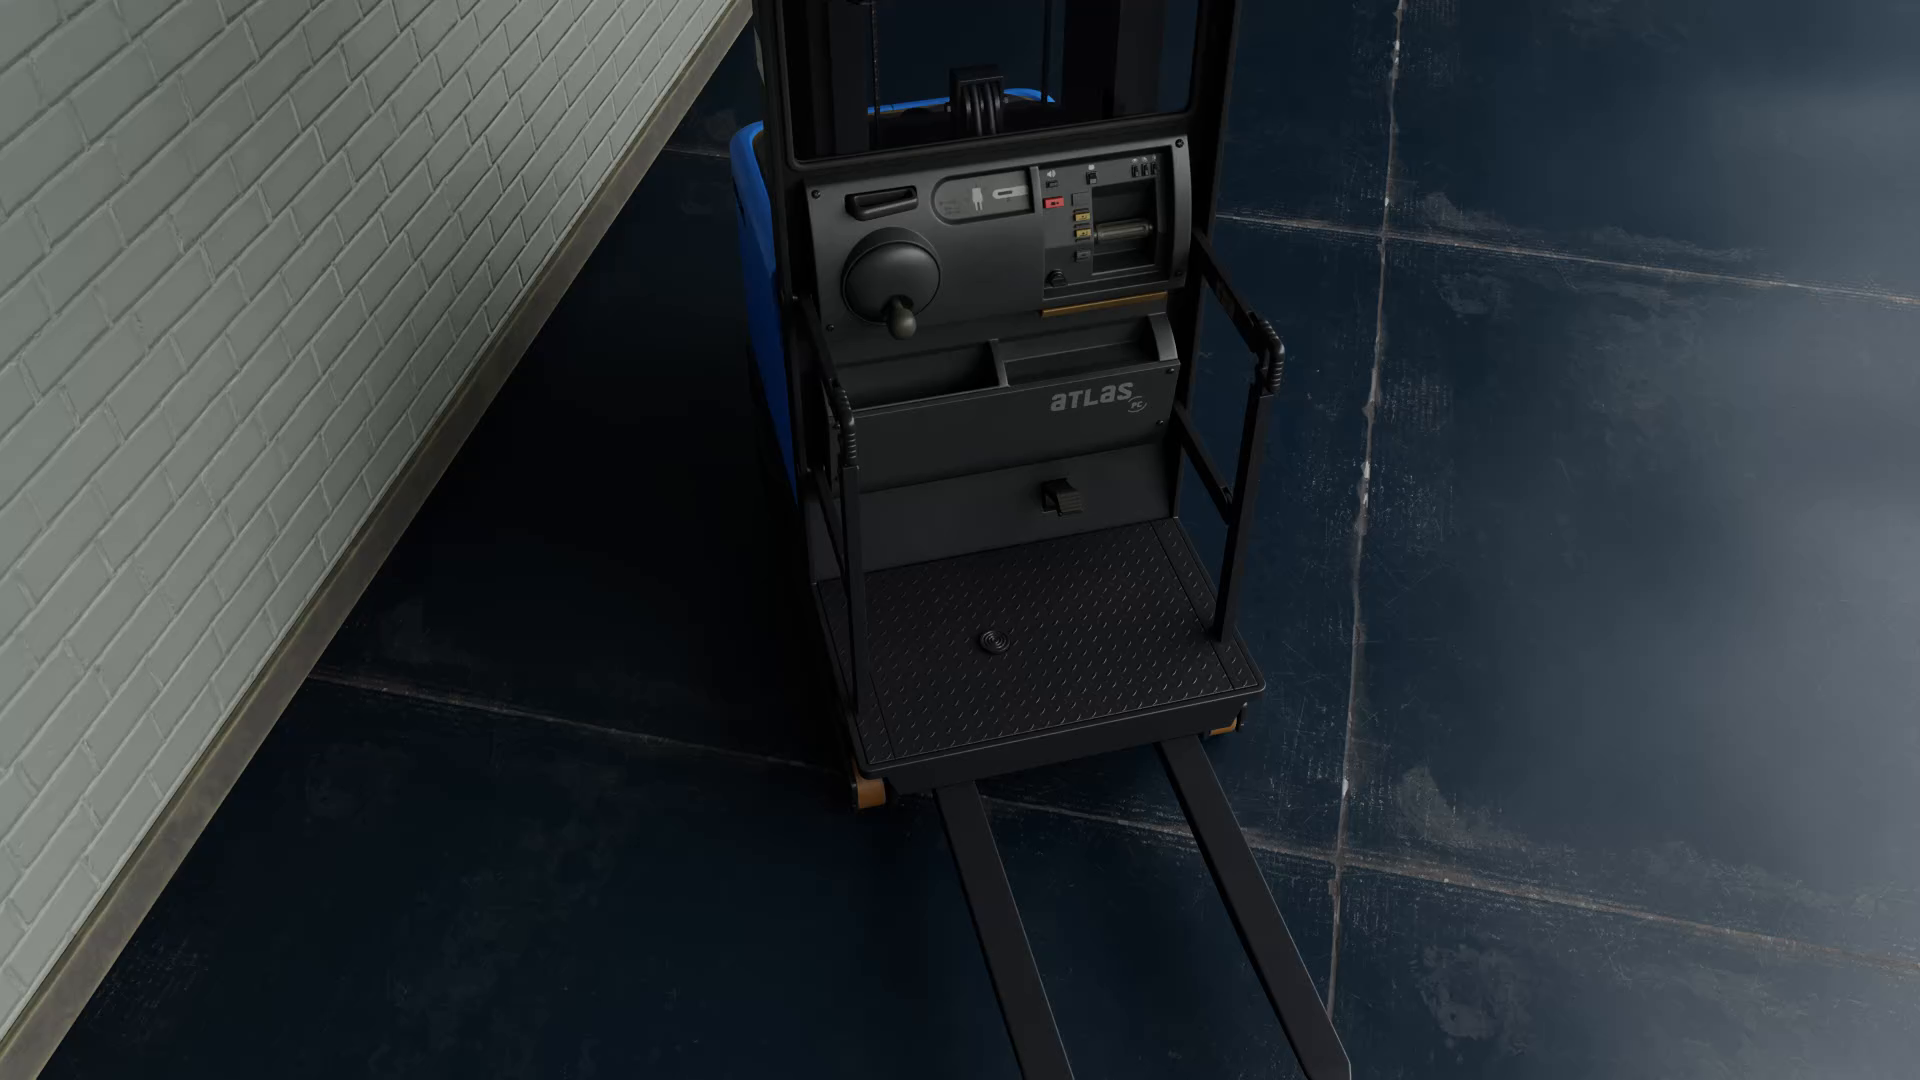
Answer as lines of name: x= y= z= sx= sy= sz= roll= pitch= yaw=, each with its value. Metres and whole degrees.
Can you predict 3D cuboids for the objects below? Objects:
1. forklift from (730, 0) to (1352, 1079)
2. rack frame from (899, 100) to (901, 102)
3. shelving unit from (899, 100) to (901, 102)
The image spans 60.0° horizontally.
forklift: x=0.159 y=-0.635 z=3.796 sx=1.130 sy=2.935 sz=3.031 roll=-10 pitch=45 yaw=-11
rack frame: x=-0.167 y=-1.036 z=5.677 sx=0.006 sy=0.900 sz=0.240 roll=-10 pitch=45 yaw=-11
shelving unit: x=-0.265 y=-1.018 z=5.659 sx=0.210 sy=0.900 sz=0.258 roll=-10 pitch=45 yaw=-11
